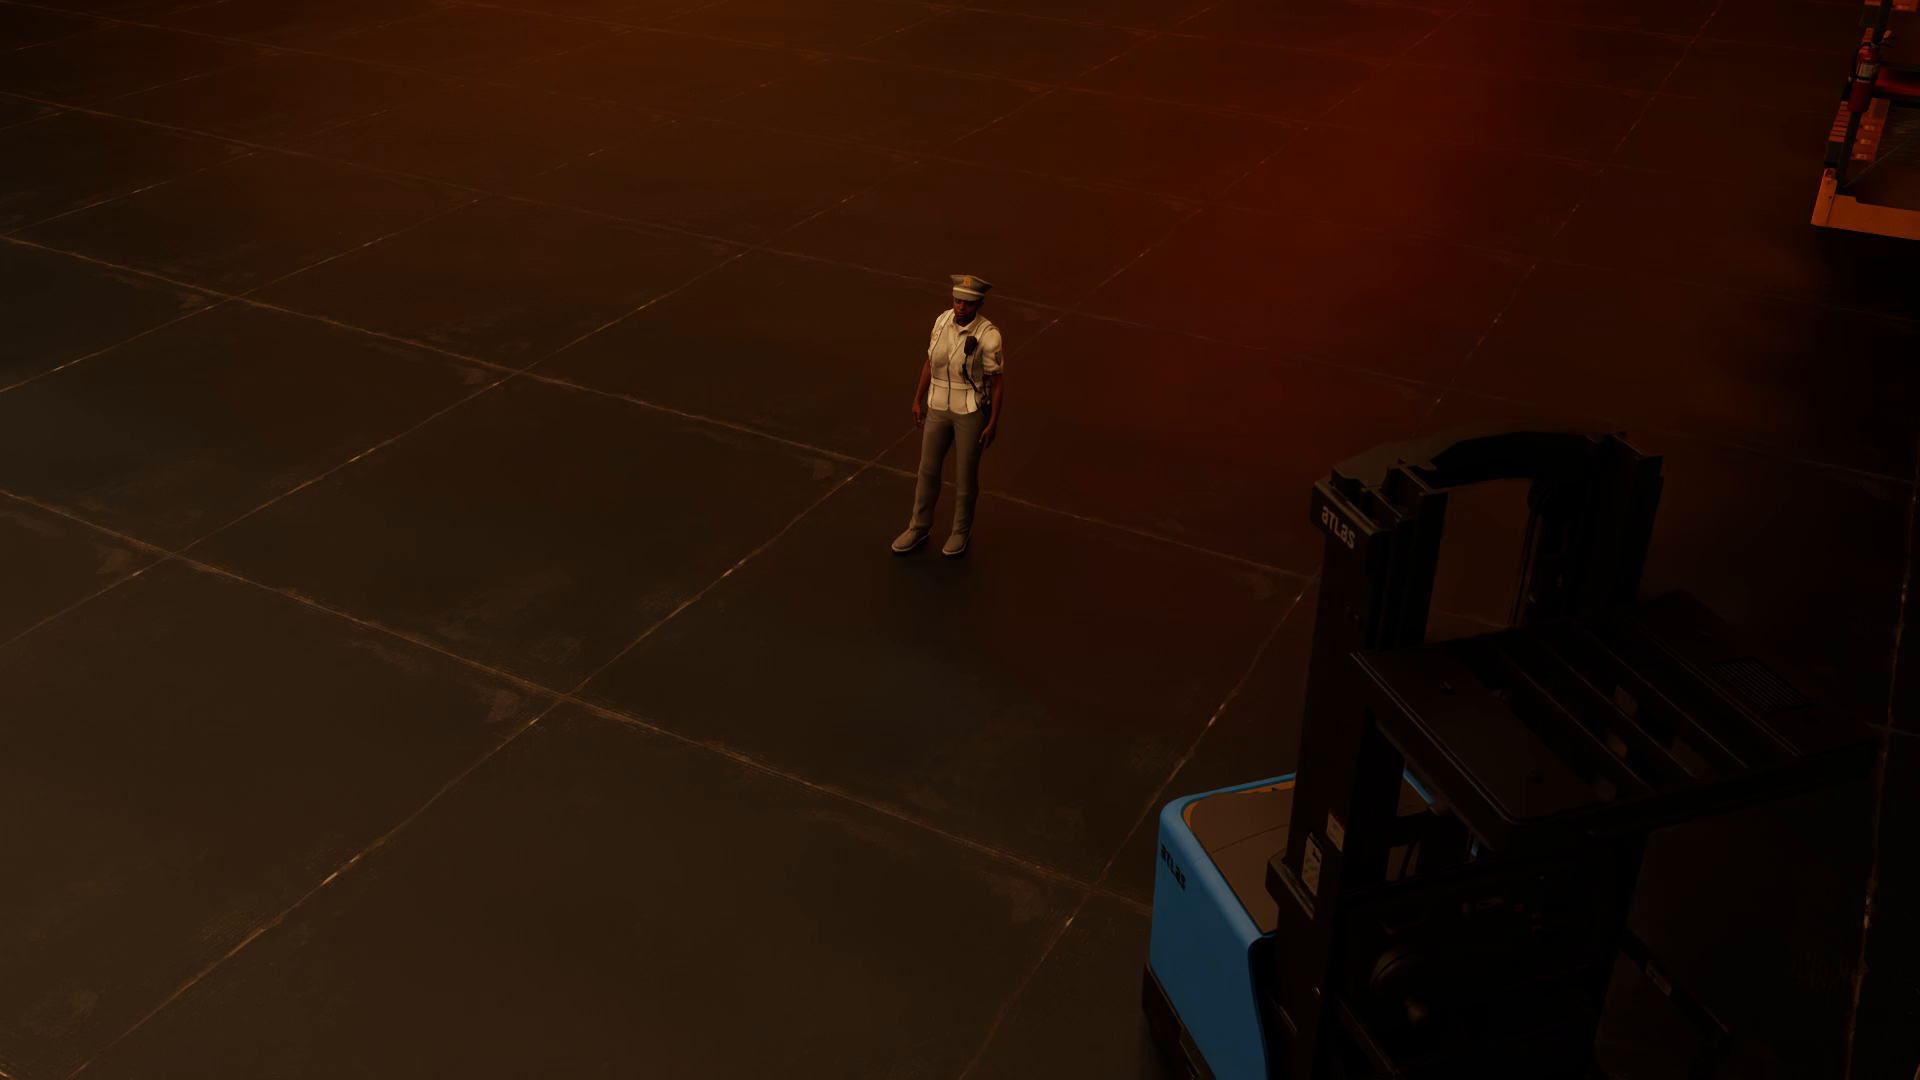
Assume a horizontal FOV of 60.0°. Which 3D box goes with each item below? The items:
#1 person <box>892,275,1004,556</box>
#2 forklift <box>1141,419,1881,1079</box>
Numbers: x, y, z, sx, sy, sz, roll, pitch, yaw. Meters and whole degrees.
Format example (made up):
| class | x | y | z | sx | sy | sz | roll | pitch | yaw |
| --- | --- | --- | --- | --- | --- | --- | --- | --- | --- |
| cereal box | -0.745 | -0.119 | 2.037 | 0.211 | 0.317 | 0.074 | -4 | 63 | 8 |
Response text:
| class | x | y | z | sx | sy | sz | roll | pitch | yaw |
| --- | --- | --- | --- | --- | --- | --- | --- | --- | --- |
| person | -0.054 | -0.712 | 9.527 | 0.569 | 1.695 | 0.528 | 15 | 33 | 25 |
| forklift | 1.664 | 1.256 | 4.895 | 1.130 | 2.935 | 3.031 | -9 | 31 | -16 |
